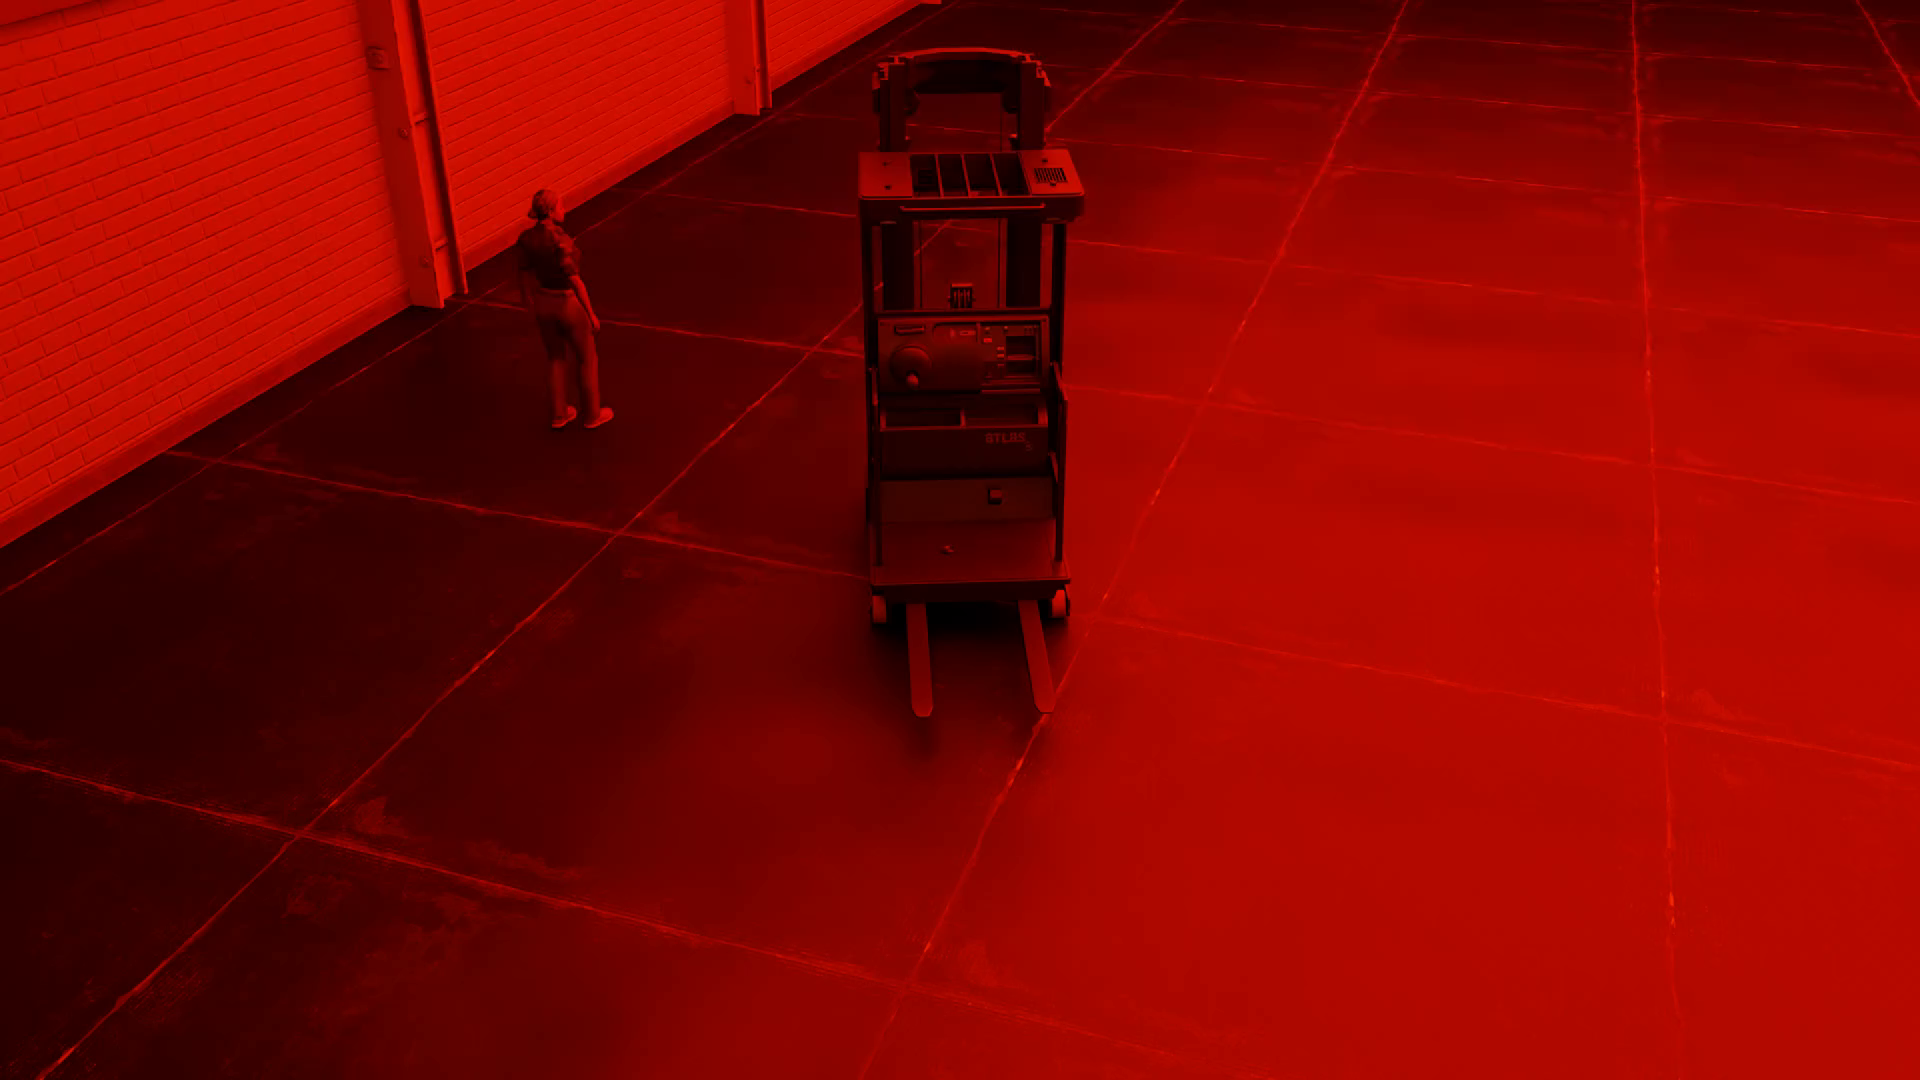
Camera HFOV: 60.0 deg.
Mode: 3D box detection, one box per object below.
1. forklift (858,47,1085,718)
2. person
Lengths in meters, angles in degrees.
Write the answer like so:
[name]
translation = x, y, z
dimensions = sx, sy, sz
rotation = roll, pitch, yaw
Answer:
[forklift]
translation = 0.035, -0.972, 8.842
dimensions = 1.130, 2.935, 3.031
rotation = -2, 30, -3
[person]
translation = -2.638, -1.545, 11.136
dimensions = 0.569, 1.659, 0.374
rotation = 11, 32, 19
